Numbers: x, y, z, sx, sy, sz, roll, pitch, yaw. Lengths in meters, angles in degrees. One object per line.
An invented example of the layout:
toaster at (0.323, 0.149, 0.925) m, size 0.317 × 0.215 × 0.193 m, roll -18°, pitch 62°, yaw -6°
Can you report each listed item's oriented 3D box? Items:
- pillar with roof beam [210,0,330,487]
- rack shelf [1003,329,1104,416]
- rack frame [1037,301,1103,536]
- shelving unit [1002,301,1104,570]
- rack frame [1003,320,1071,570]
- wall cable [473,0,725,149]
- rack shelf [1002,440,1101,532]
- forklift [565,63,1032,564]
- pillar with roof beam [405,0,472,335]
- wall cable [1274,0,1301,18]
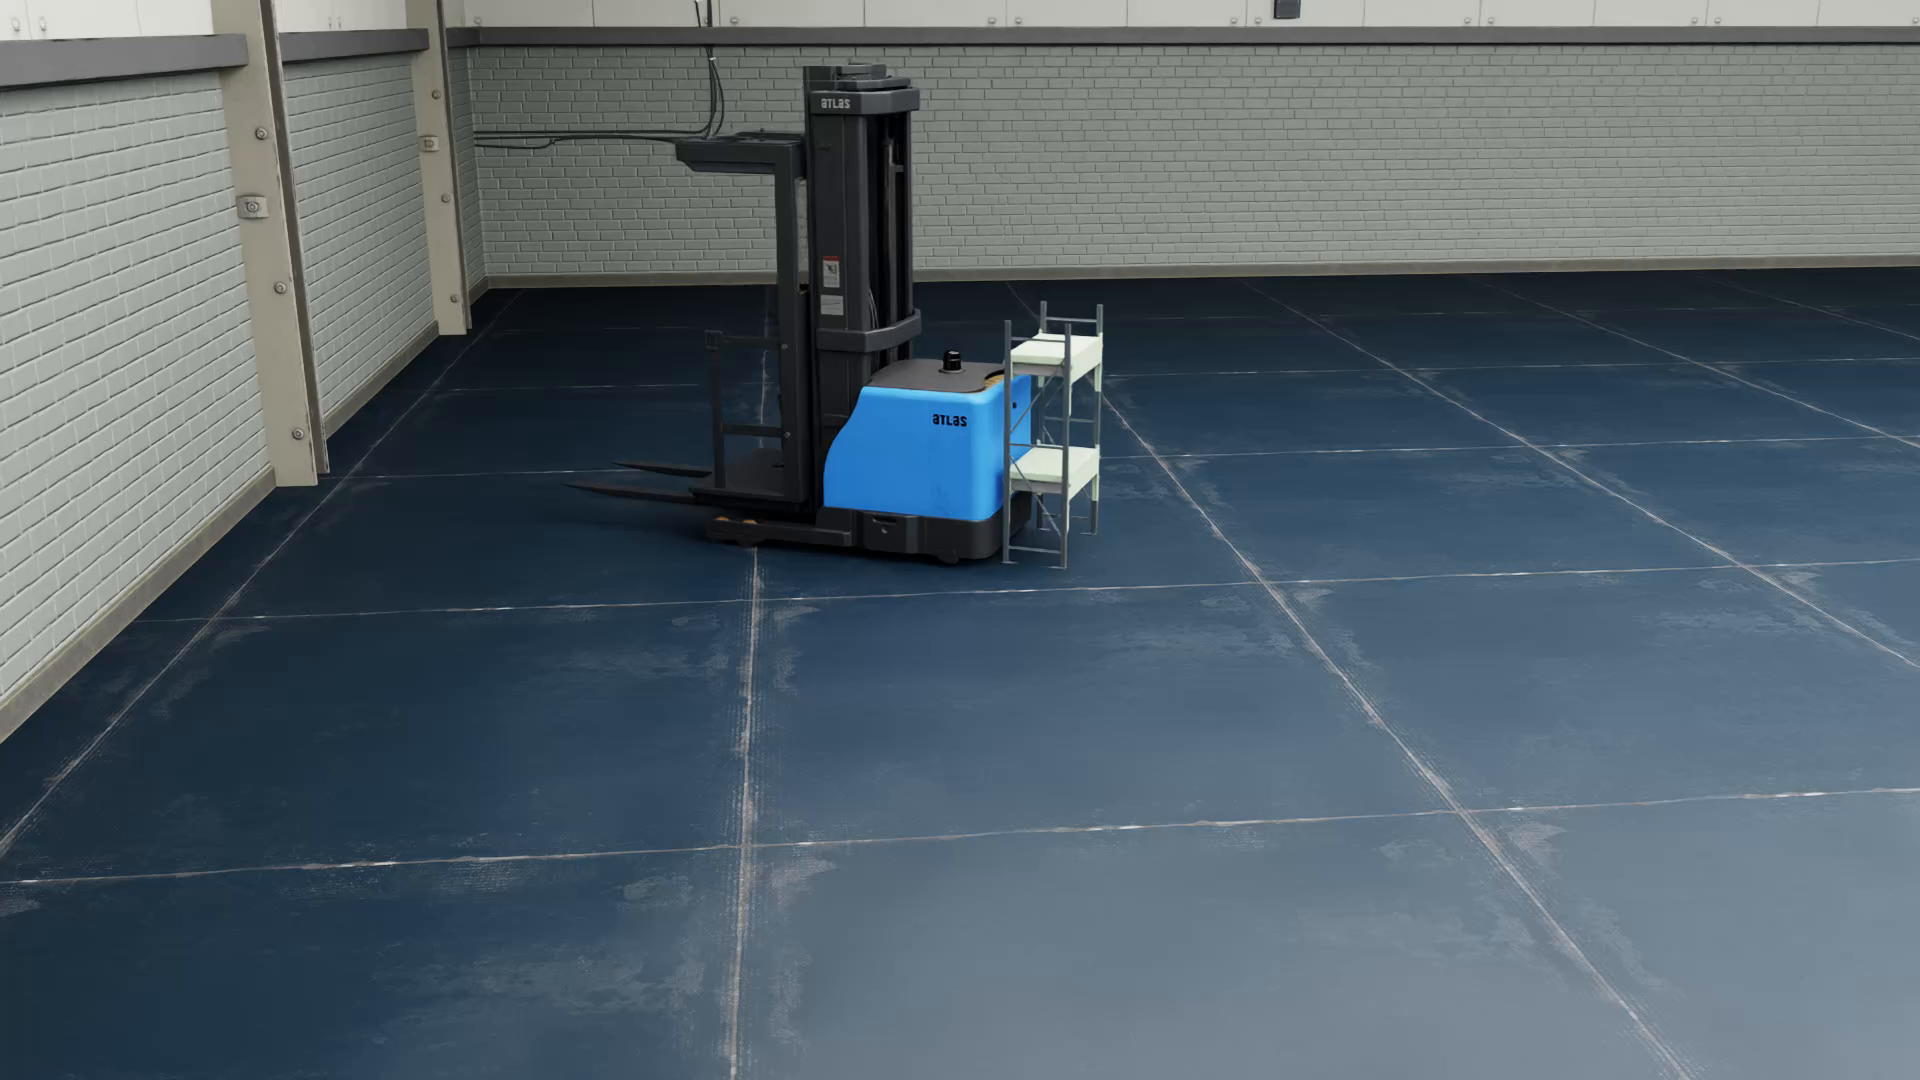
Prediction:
pillar with roof beam at (-0.511, -4.872, 11.171) m, size 9.100 × 9.000 × 0.400 m, roll -2°, pitch 18°, yaw -6°
rack shelf at (0.576, -1.032, 10.156) m, size 0.431 × 0.370 × 0.720 m, roll 6°, pitch 18°, yaw 18°
rack frame at (0.696, -0.763, 10.603) m, size 0.400 × 1.500 × 0.023 m, roll 6°, pitch 18°, yaw 18°
shelving unit at (0.576, -0.659, 10.273) m, size 0.431 × 1.500 × 0.755 m, roll 6°, pitch 18°, yaw 18°
rack frame at (0.456, -0.556, 9.943) m, size 0.400 × 1.500 × 0.023 m, roll 6°, pitch 18°, yaw 18°
wall cable at (-4.401, -5.963, 19.833) m, size 3.097 × 2.526 × 0.112 m, roll -2°, pitch 18°, yaw -6°
rack shelf at (0.576, -0.348, 10.371) m, size 0.431 × 0.370 × 0.720 m, roll 6°, pitch 18°, yaw 18°
forklift at (-1.103, -1.502, 10.567) m, size 3.031 × 2.935 × 1.130 m, roll 6°, pitch 18°, yaw 18°
pillar with roof beam at (-1.130, -6.659, 16.865) m, size 9.100 × 9.000 × 0.400 m, roll -2°, pitch 18°, yaw -6°
wall cable at (5.044, -9.356, 19.777) m, size 2.305 × 6.003 × 0.169 m, roll -2°, pitch 18°, yaw -6°
